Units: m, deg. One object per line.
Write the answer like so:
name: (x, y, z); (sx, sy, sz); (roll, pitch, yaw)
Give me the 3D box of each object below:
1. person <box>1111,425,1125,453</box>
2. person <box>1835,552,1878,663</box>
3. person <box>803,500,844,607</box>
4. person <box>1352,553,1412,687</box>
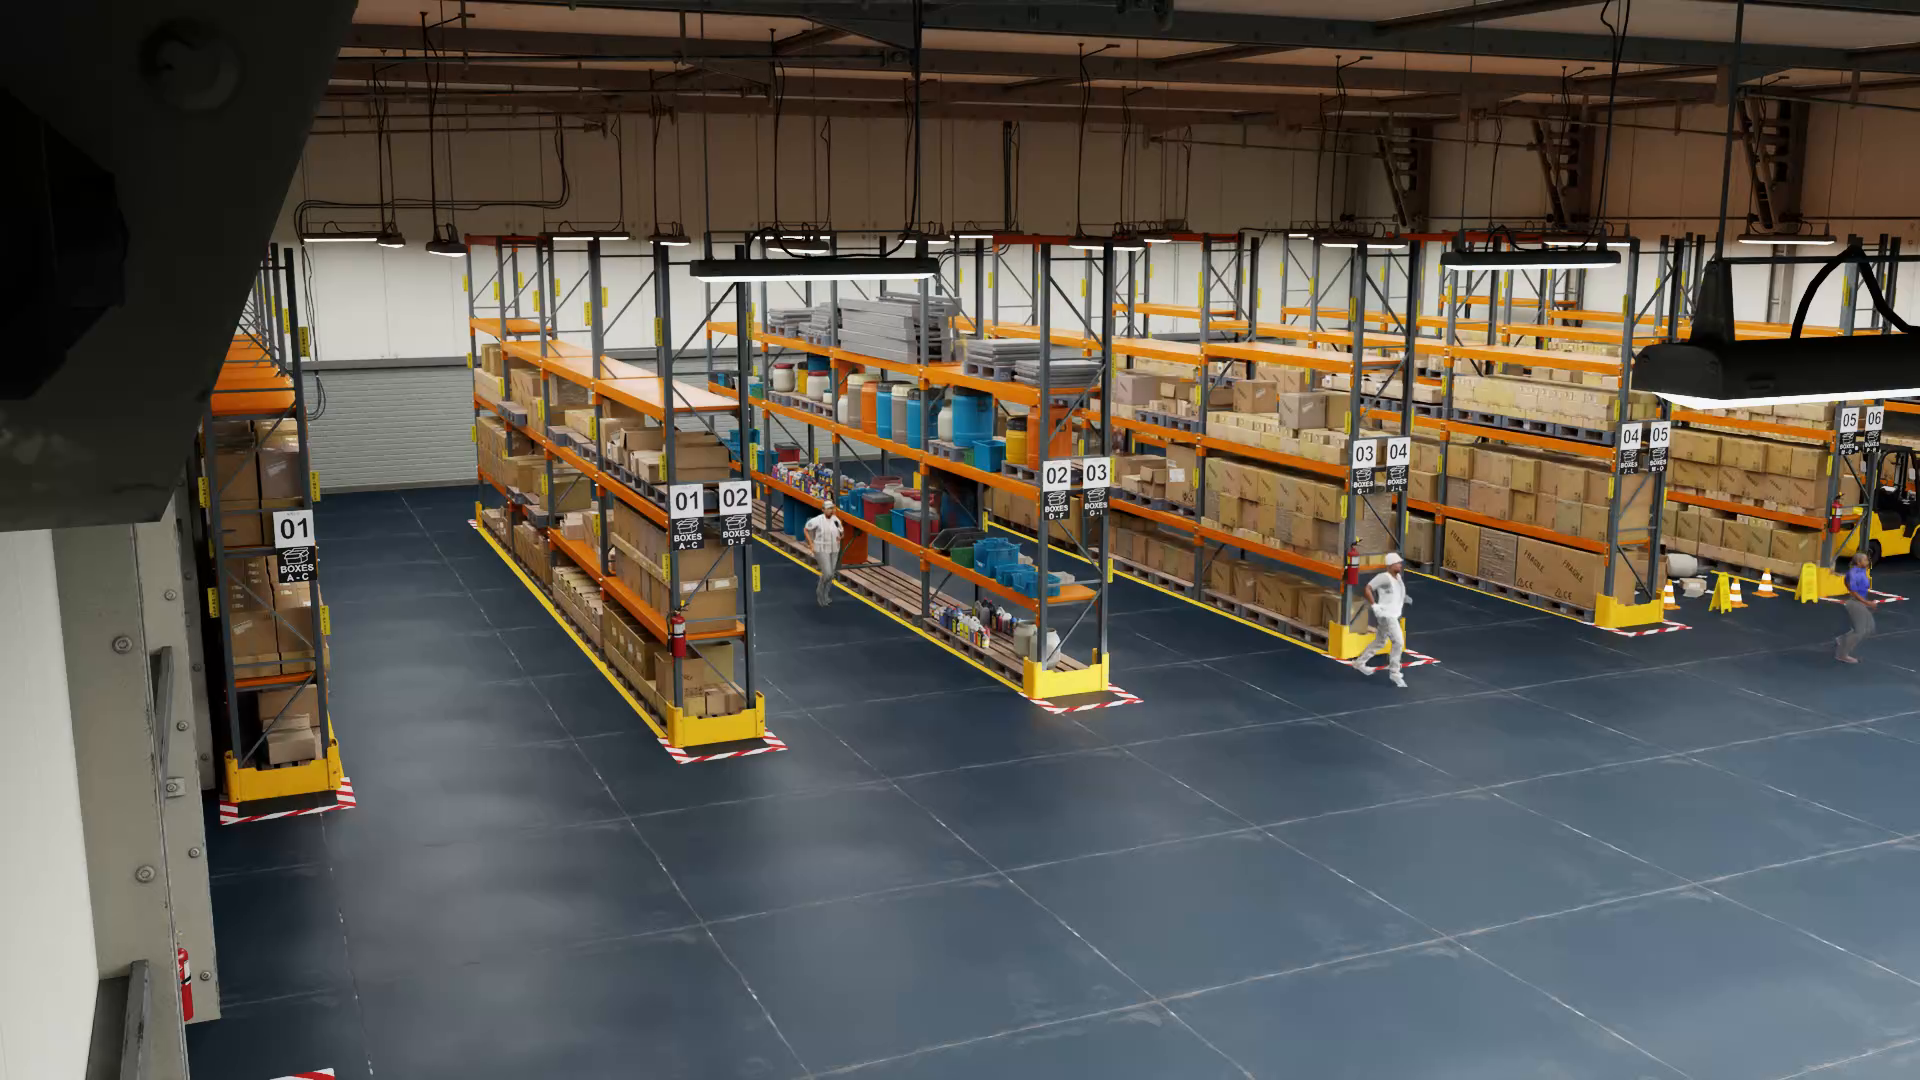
person: (3.523, -1.715, 37.366); (0.739, 1.864, 0.851); (-4, 12, -18)
person: (12.927, 0.974, 23.929); (0.495, 1.607, 0.586); (5, 12, 26)
person: (-2.082, 0.220, 26.246); (0.599, 1.695, 0.593); (-8, 13, -35)
person: (5.882, 1.083, 22.982); (0.824, 1.839, 0.692); (6, 13, 29)
